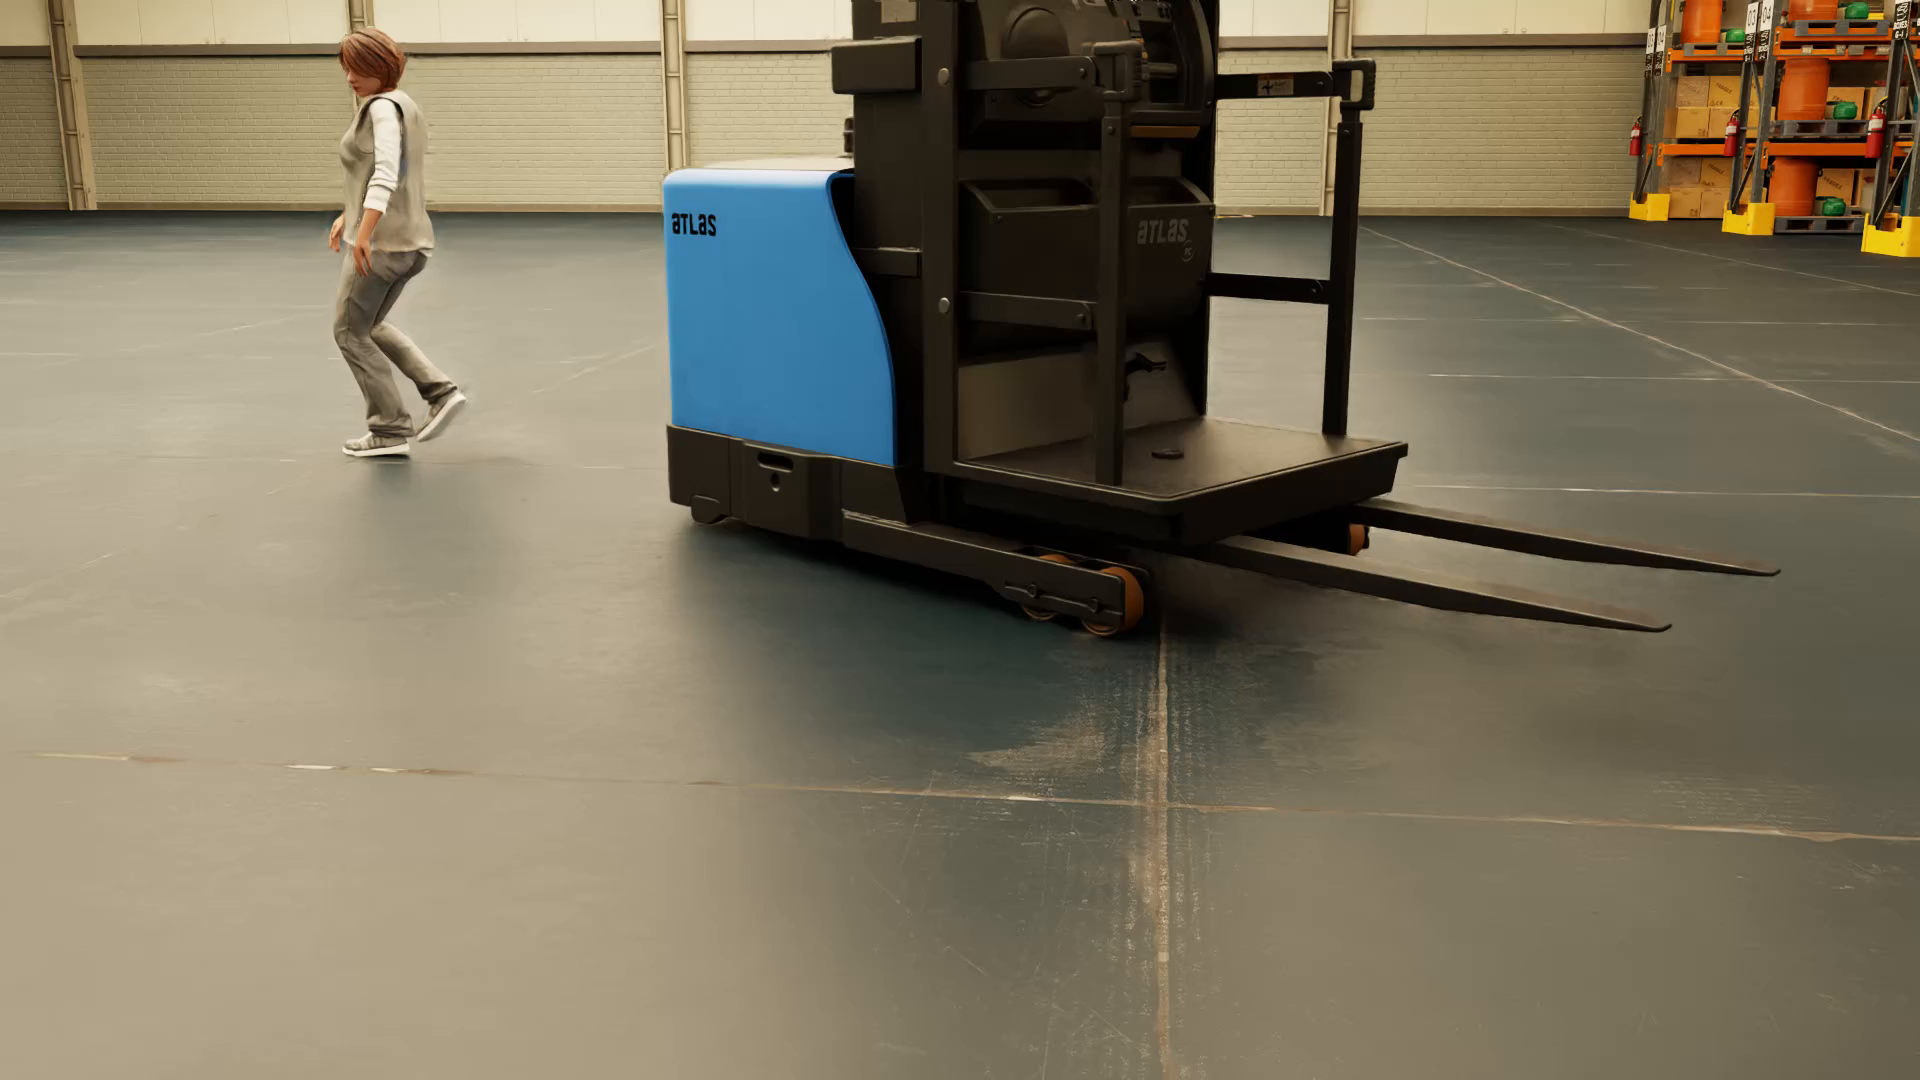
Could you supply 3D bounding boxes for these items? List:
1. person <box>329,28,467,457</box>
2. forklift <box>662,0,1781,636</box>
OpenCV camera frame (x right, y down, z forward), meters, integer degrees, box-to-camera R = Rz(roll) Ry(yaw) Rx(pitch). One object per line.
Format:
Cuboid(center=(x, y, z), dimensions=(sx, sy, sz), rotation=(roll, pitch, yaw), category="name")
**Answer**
Cuboid(center=(-2.156, -1.072, 6.127), dimensions=(0.480, 1.562, 0.623), rotation=(2, 13, 7), category="person")
Cuboid(center=(0.504, -1.330, 4.199), dimensions=(3.031, 2.935, 1.130), rotation=(12, 18, 43), category="forklift")
